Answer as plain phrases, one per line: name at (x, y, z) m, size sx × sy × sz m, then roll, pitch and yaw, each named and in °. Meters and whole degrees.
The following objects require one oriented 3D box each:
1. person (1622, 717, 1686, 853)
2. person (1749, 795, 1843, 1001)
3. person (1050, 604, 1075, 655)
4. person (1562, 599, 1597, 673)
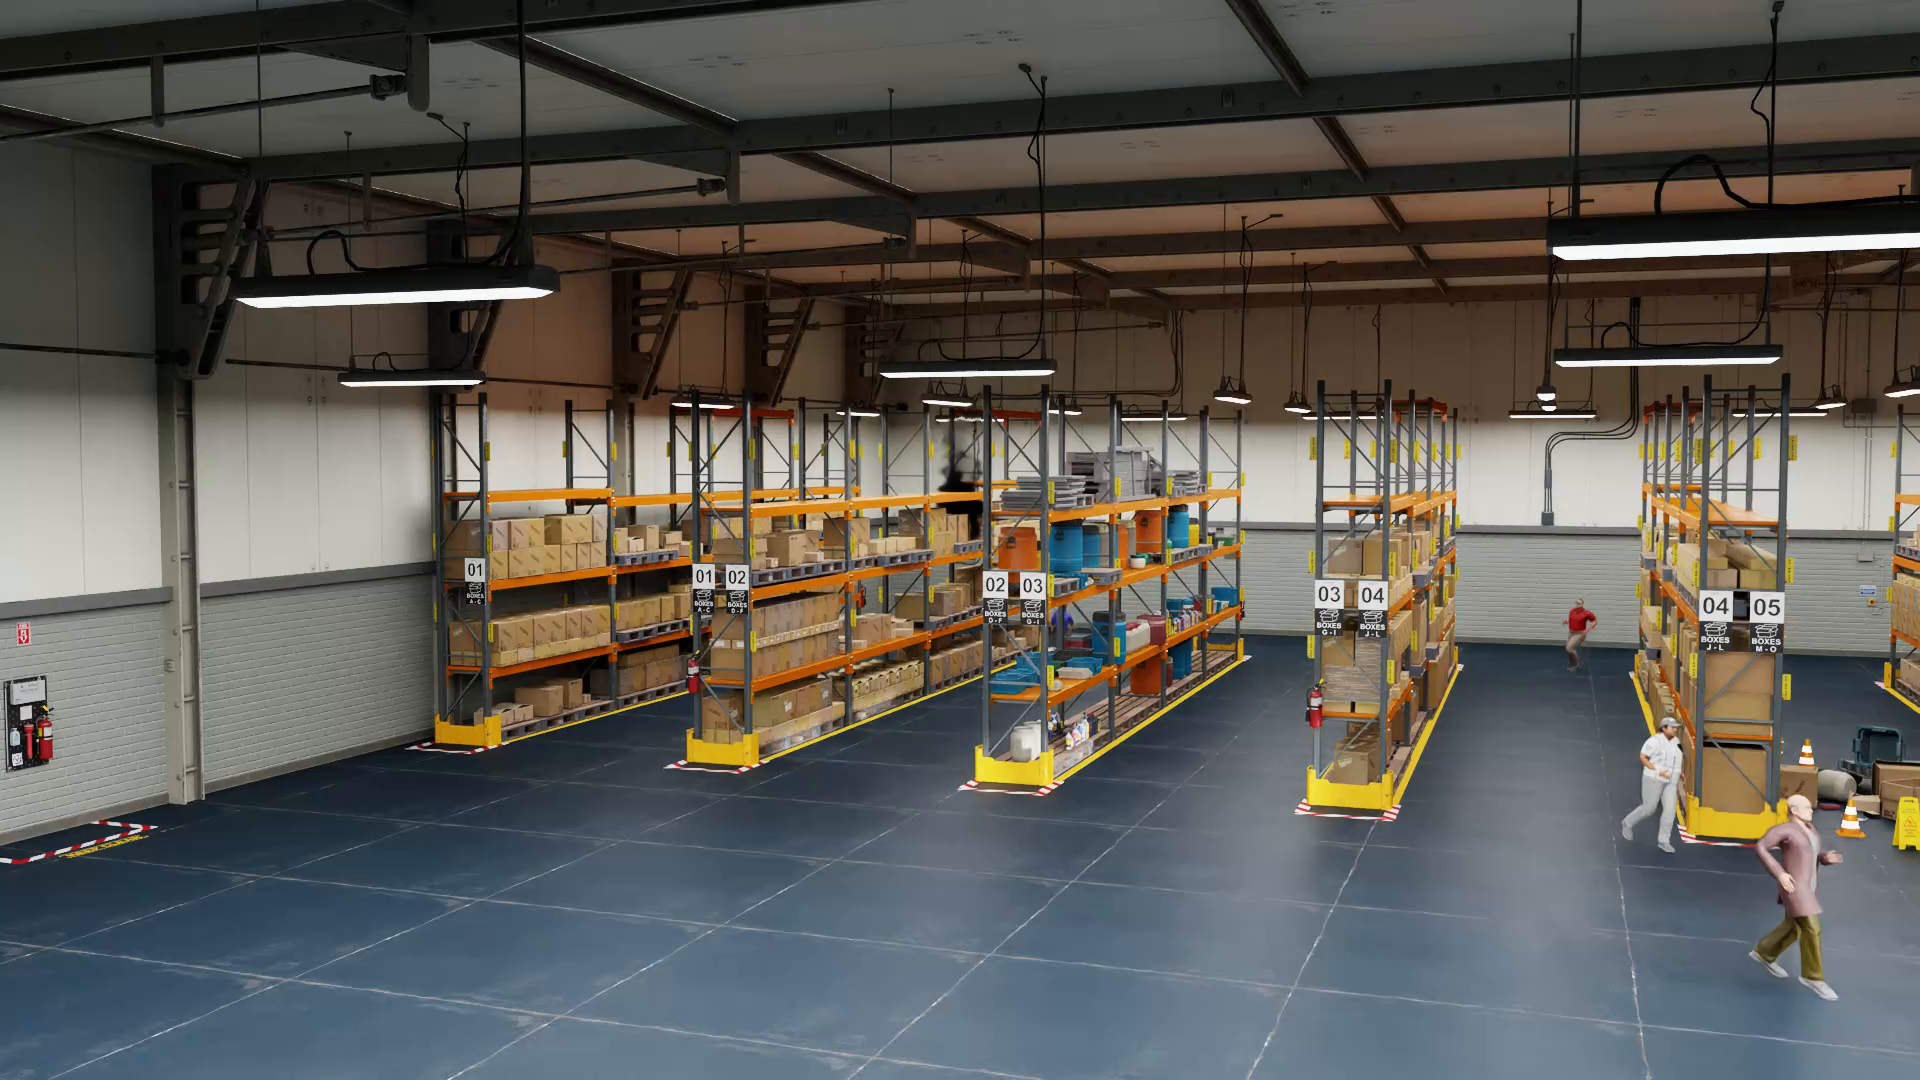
person at (8.899, 3.061, 21.056) m, size 0.690 × 1.648 × 0.807 m, roll -1°, pitch 3°, yaw -16°
person at (7.787, 3.280, 15.501) m, size 0.694 × 1.823 × 0.876 m, roll -3°, pitch 4°, yaw -40°
person at (2.299, 2.201, 37.580) m, size 0.574 × 1.603 × 0.561 m, roll 0°, pitch 3°, yaw 8°
person at (13.931, 2.215, 37.547) m, size 0.678 × 1.652 × 0.666 m, roll -1°, pitch 3°, yaw -21°
